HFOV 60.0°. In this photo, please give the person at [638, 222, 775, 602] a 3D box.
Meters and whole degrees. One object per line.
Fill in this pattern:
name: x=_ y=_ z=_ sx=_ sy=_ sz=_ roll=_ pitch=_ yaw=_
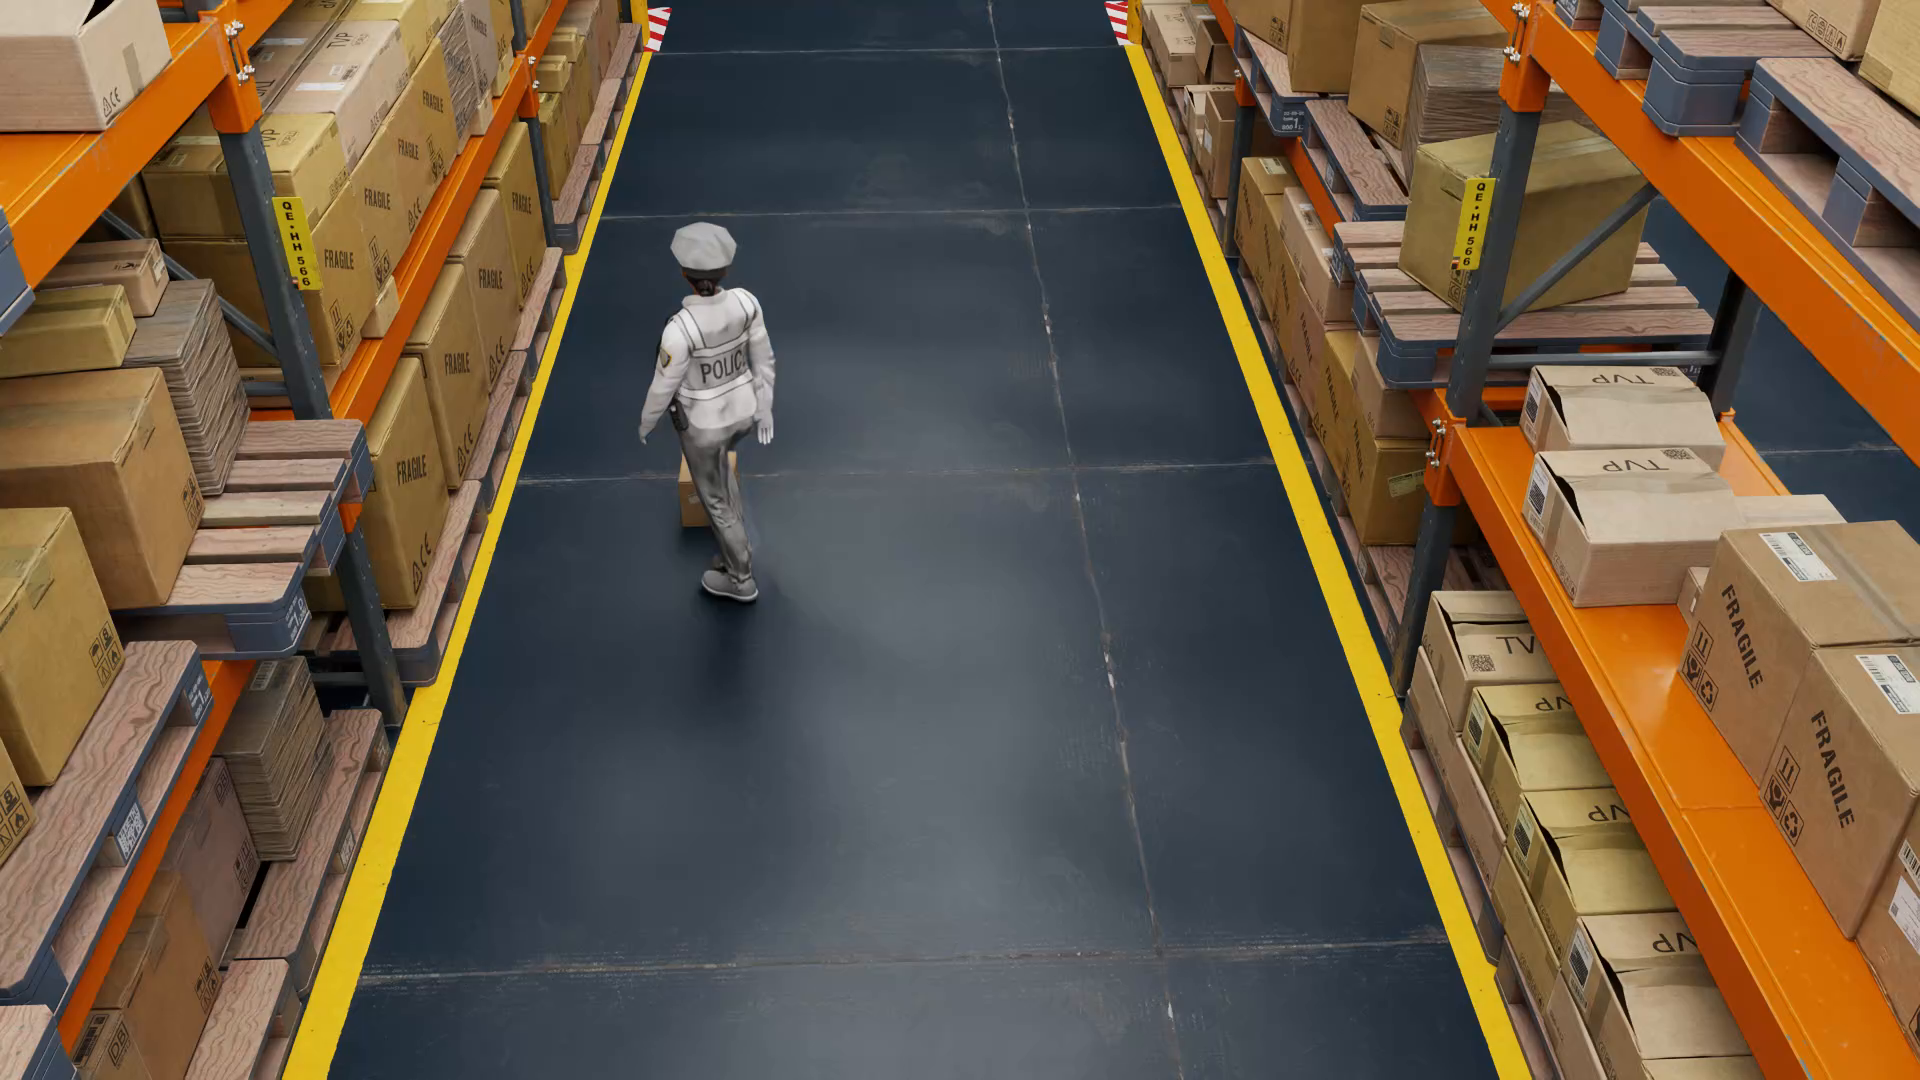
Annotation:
person: x=-1.035 y=-0.486 z=6.822 sx=0.449 sy=1.733 sz=0.501 roll=24 pitch=42 yaw=30
